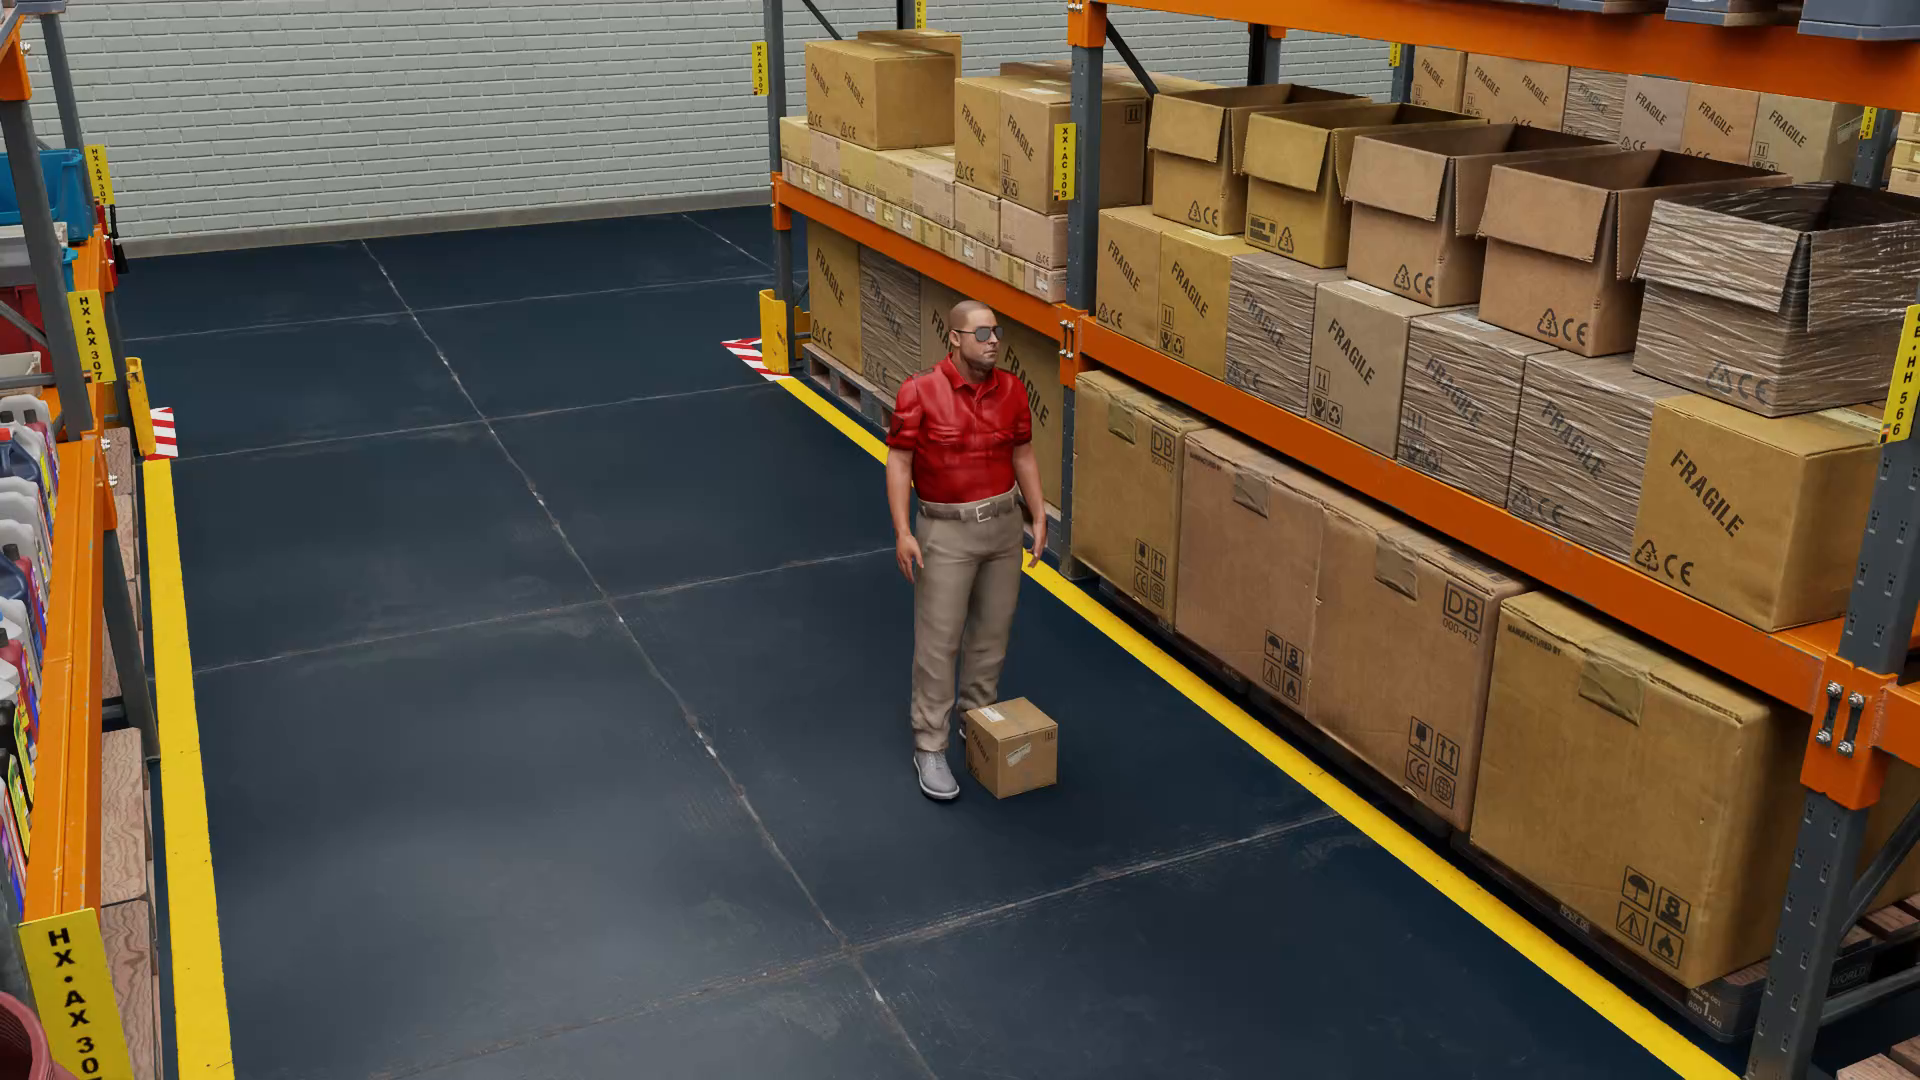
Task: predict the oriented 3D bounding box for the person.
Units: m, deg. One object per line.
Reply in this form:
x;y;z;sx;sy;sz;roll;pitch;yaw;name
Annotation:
0.069;0.016;6.050;0.641;1.727;0.551;-11;24;-25;person
